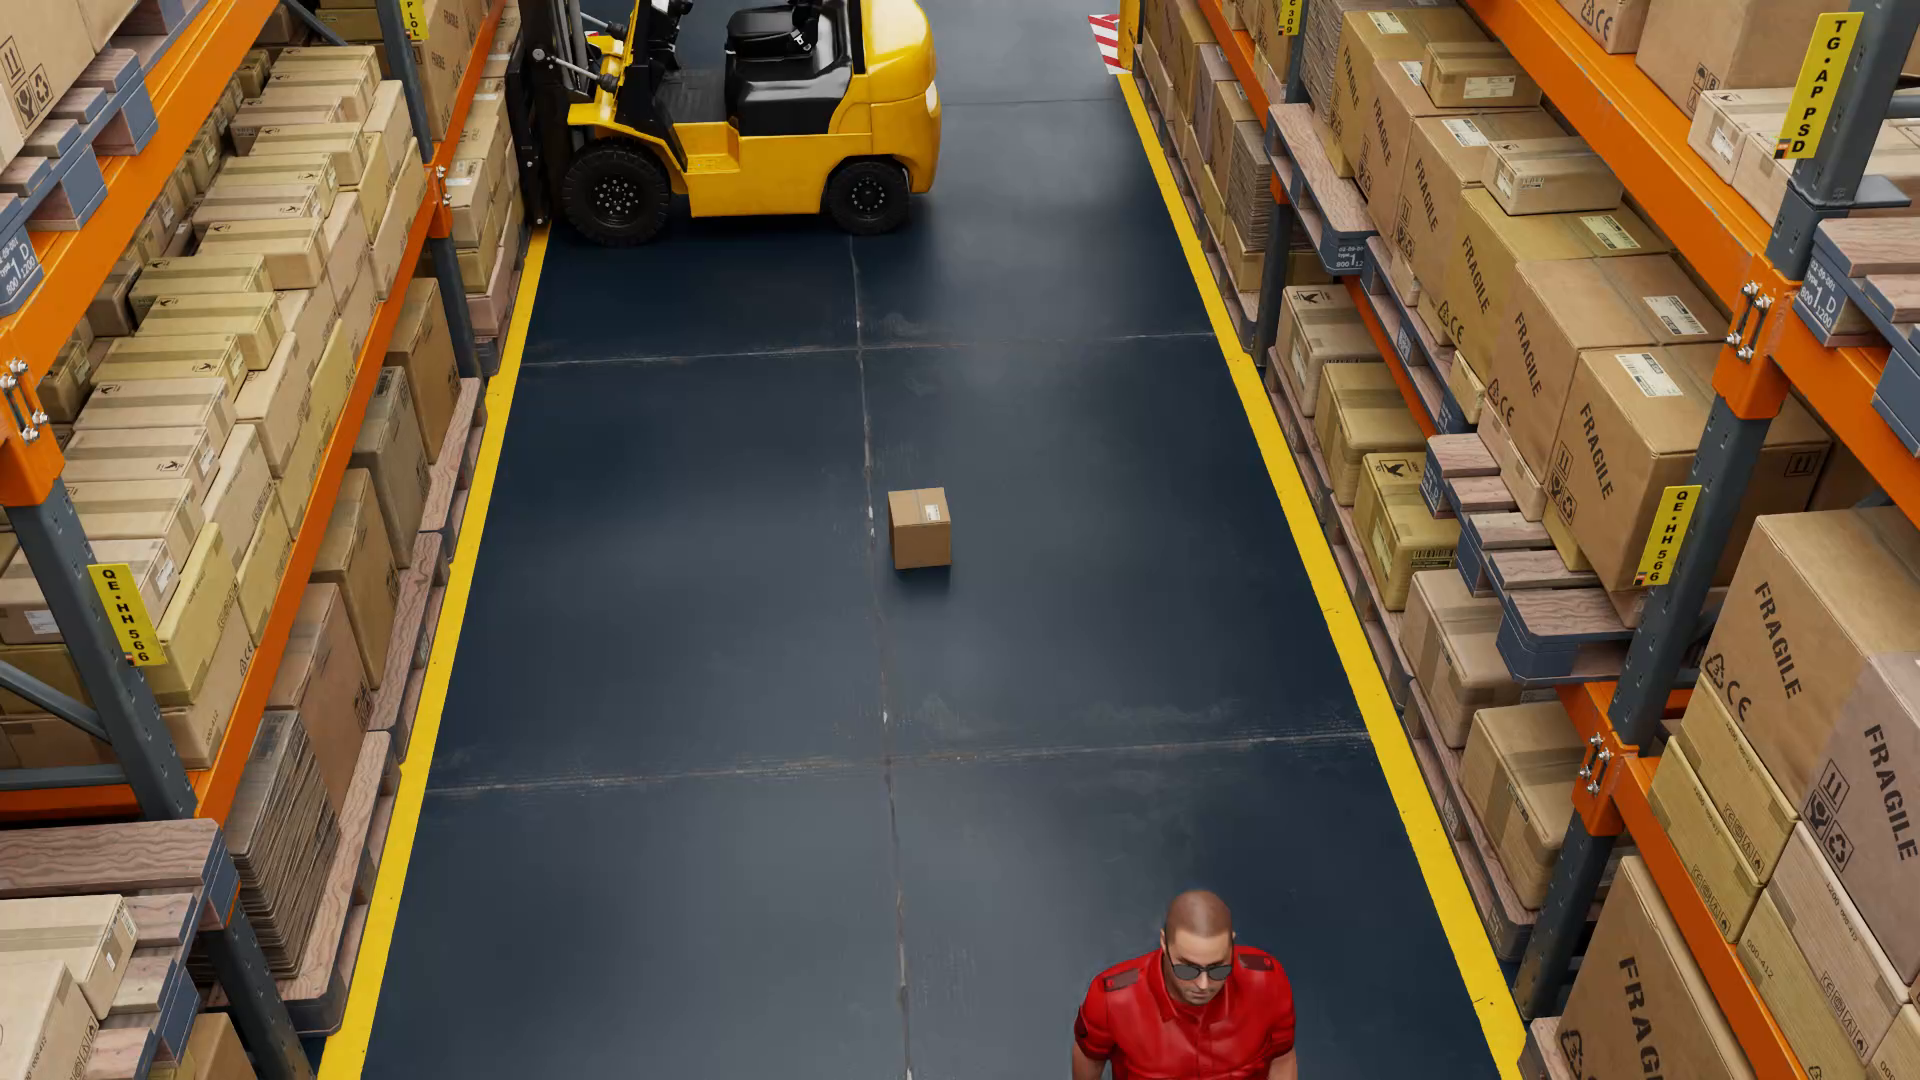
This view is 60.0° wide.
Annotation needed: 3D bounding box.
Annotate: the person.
[{"bbox_3d":[0.581,1.520,4.281,0.535,1.672,1.054,-9,40,-11],"label":"person"}]
